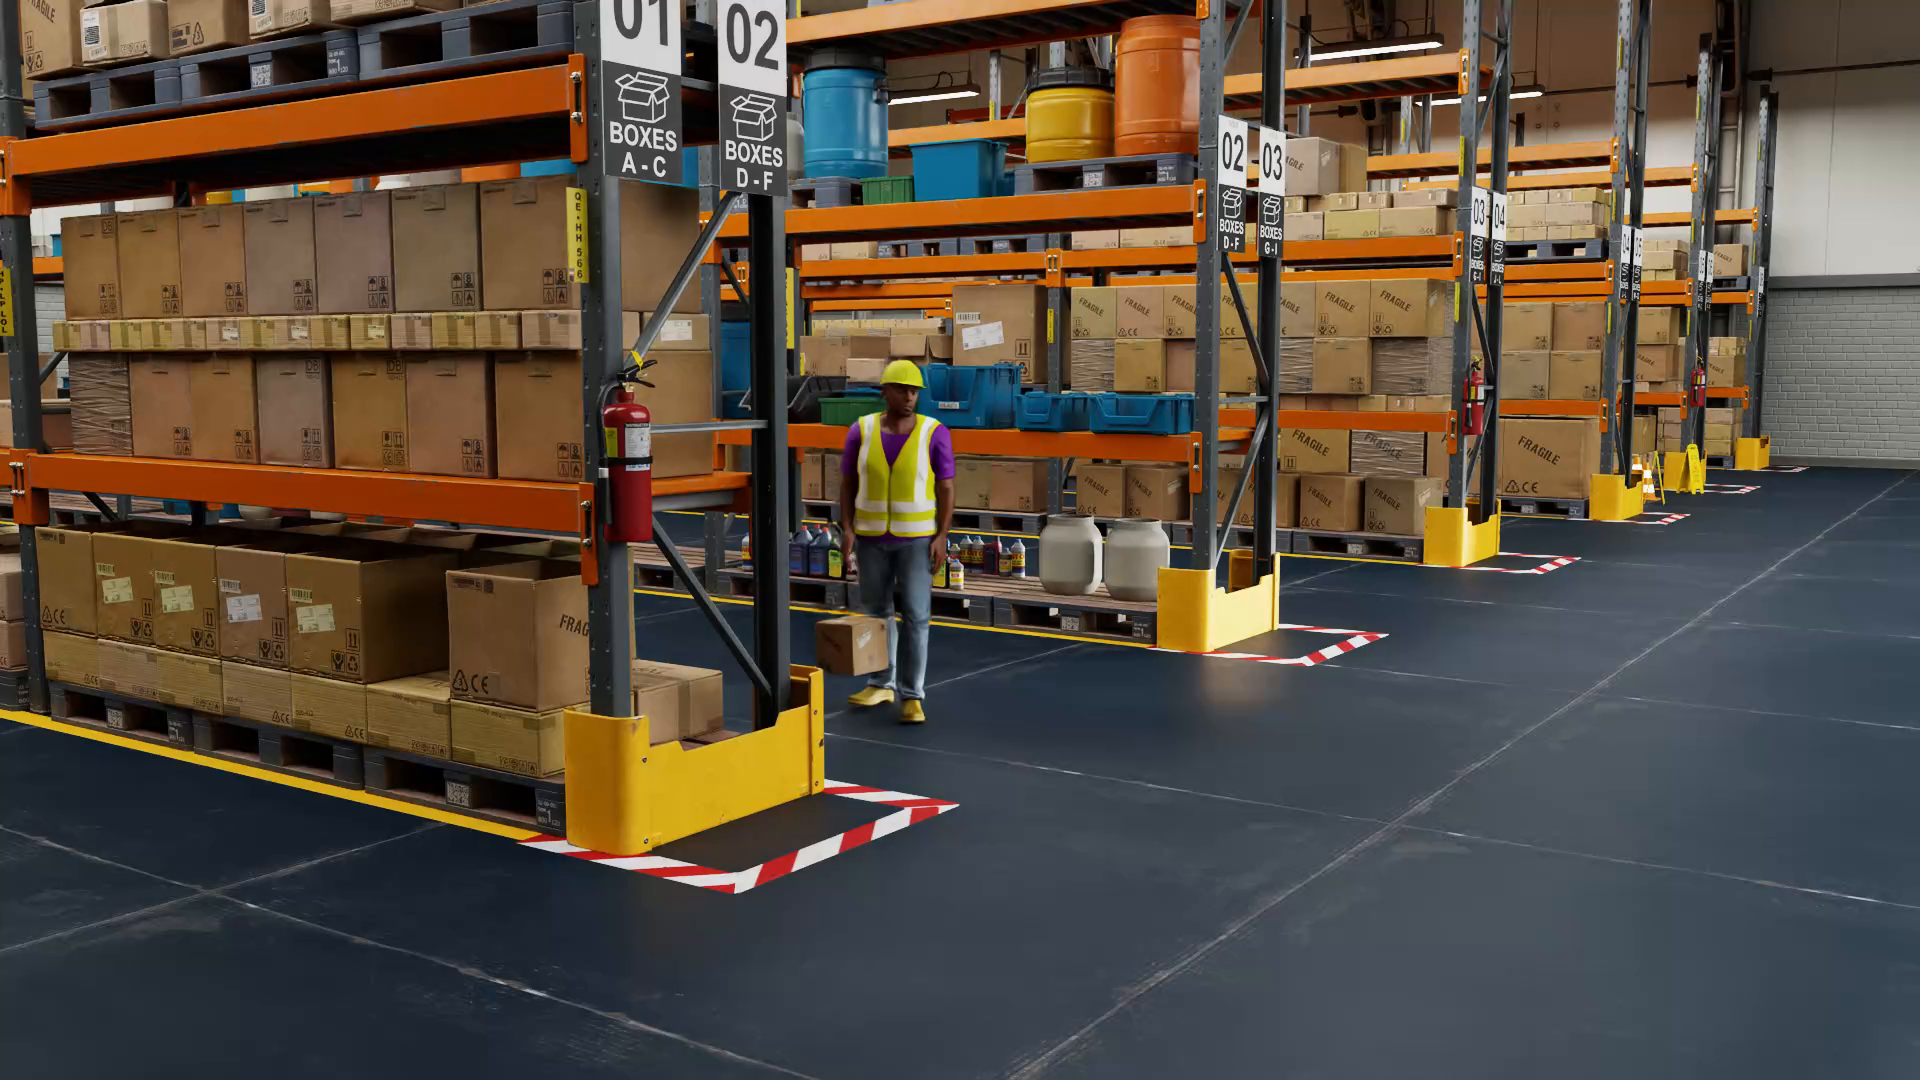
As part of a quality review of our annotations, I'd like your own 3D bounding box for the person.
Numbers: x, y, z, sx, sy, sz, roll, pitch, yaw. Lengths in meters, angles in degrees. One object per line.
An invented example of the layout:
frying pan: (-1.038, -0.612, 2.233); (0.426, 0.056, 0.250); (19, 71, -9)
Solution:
person: (-0.319, -0.007, 8.224); (0.574, 1.766, 0.547); (1, 6, 10)
